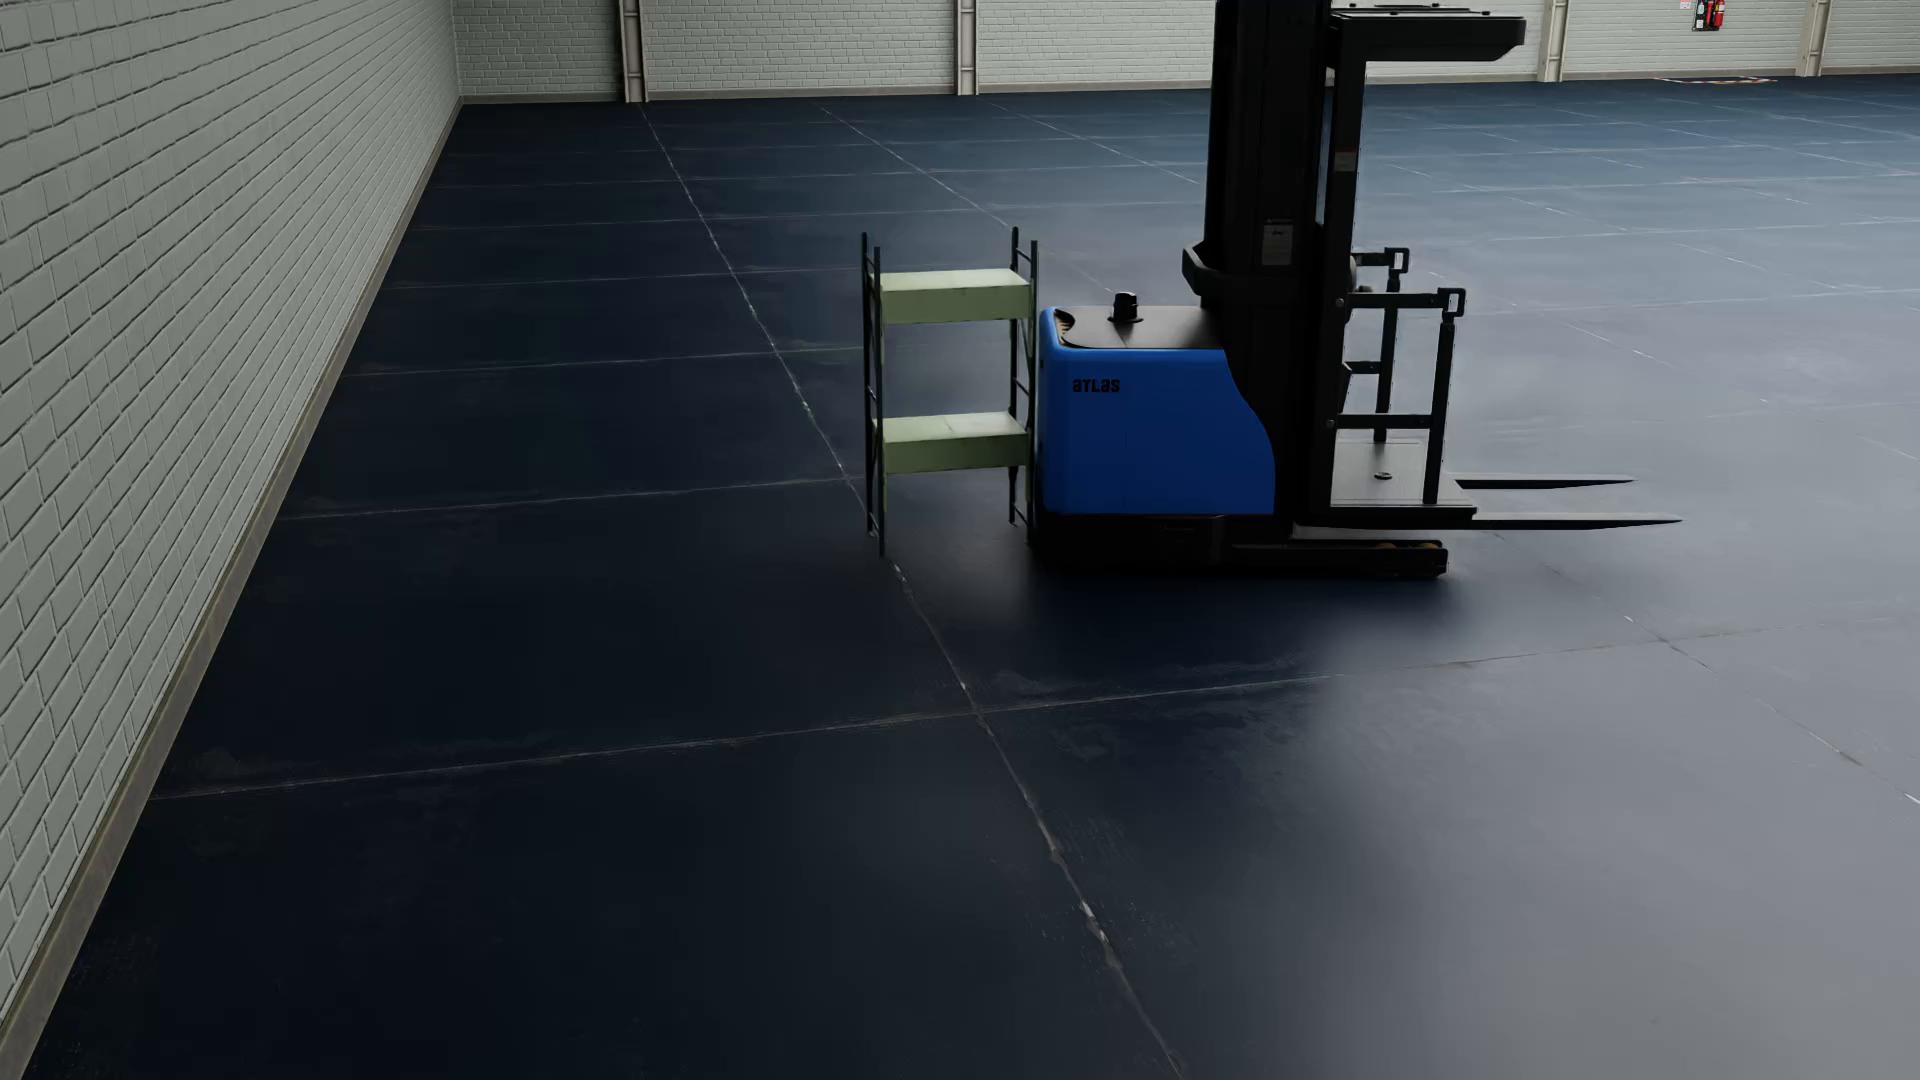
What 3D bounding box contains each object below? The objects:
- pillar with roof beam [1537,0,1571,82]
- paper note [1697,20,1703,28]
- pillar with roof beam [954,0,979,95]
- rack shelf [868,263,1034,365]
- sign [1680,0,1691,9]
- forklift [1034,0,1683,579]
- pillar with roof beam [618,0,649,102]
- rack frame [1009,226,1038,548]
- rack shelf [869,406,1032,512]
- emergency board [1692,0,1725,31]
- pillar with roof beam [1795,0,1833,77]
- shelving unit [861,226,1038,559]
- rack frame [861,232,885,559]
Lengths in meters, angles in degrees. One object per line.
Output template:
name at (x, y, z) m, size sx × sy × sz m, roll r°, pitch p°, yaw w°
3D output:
pillar with roof beam at (12.784, -11.973, 27.834) m, size 0.400 × 9.000 × 9.100 m, roll -5°, pitch 21°, yaw -12°
paper note at (15.031, -10.485, 33.774) m, size 0.142 × 0.148 × 0.016 m, roll -5°, pitch 21°, yaw -12°
pillar with roof beam at (1.107, -11.023, 25.241) m, size 0.400 × 9.000 × 9.100 m, roll -5°, pitch 21°, yaw -12°
rack shelf at (-0.055, -1.073, 7.846) m, size 0.720 × 0.370 × 0.431 m, roll -4°, pitch 21°, yaw -11°
sign at (14.657, -10.897, 33.566) m, size 0.234 × 0.329 × 0.001 m, roll -5°, pitch 21°, yaw -12°
forklift at (1.897, -1.378, 7.732) m, size 3.031 × 2.935 × 1.130 m, roll 0°, pitch 20°, yaw 0°
pillar with roof beam at (-4.732, -10.548, 23.945) m, size 0.400 × 9.000 × 9.100 m, roll -5°, pitch 21°, yaw -12°
rack frame at (0.303, -0.733, 8.053) m, size 0.023 × 1.500 × 0.400 m, roll -4°, pitch 21°, yaw -11°
rack shelf at (-0.055, -0.400, 8.092) m, size 0.720 × 0.370 × 0.431 m, roll -4°, pitch 21°, yaw -11°
emergency board at (15.219, -10.889, 33.597) m, size 0.643 × 1.169 × 0.194 m, roll -5°, pitch 21°, yaw -12°
pillar with roof beam at (18.623, -12.448, 29.131) m, size 0.400 × 9.000 × 9.100 m, roll -5°, pitch 21°, yaw -12°
shelving unit at (-0.055, -0.706, 7.980) m, size 0.755 × 1.500 × 0.431 m, roll -4°, pitch 21°, yaw -11°
rack frame at (-0.412, -0.680, 7.907) m, size 0.023 × 1.500 × 0.400 m, roll -4°, pitch 21°, yaw -11°
